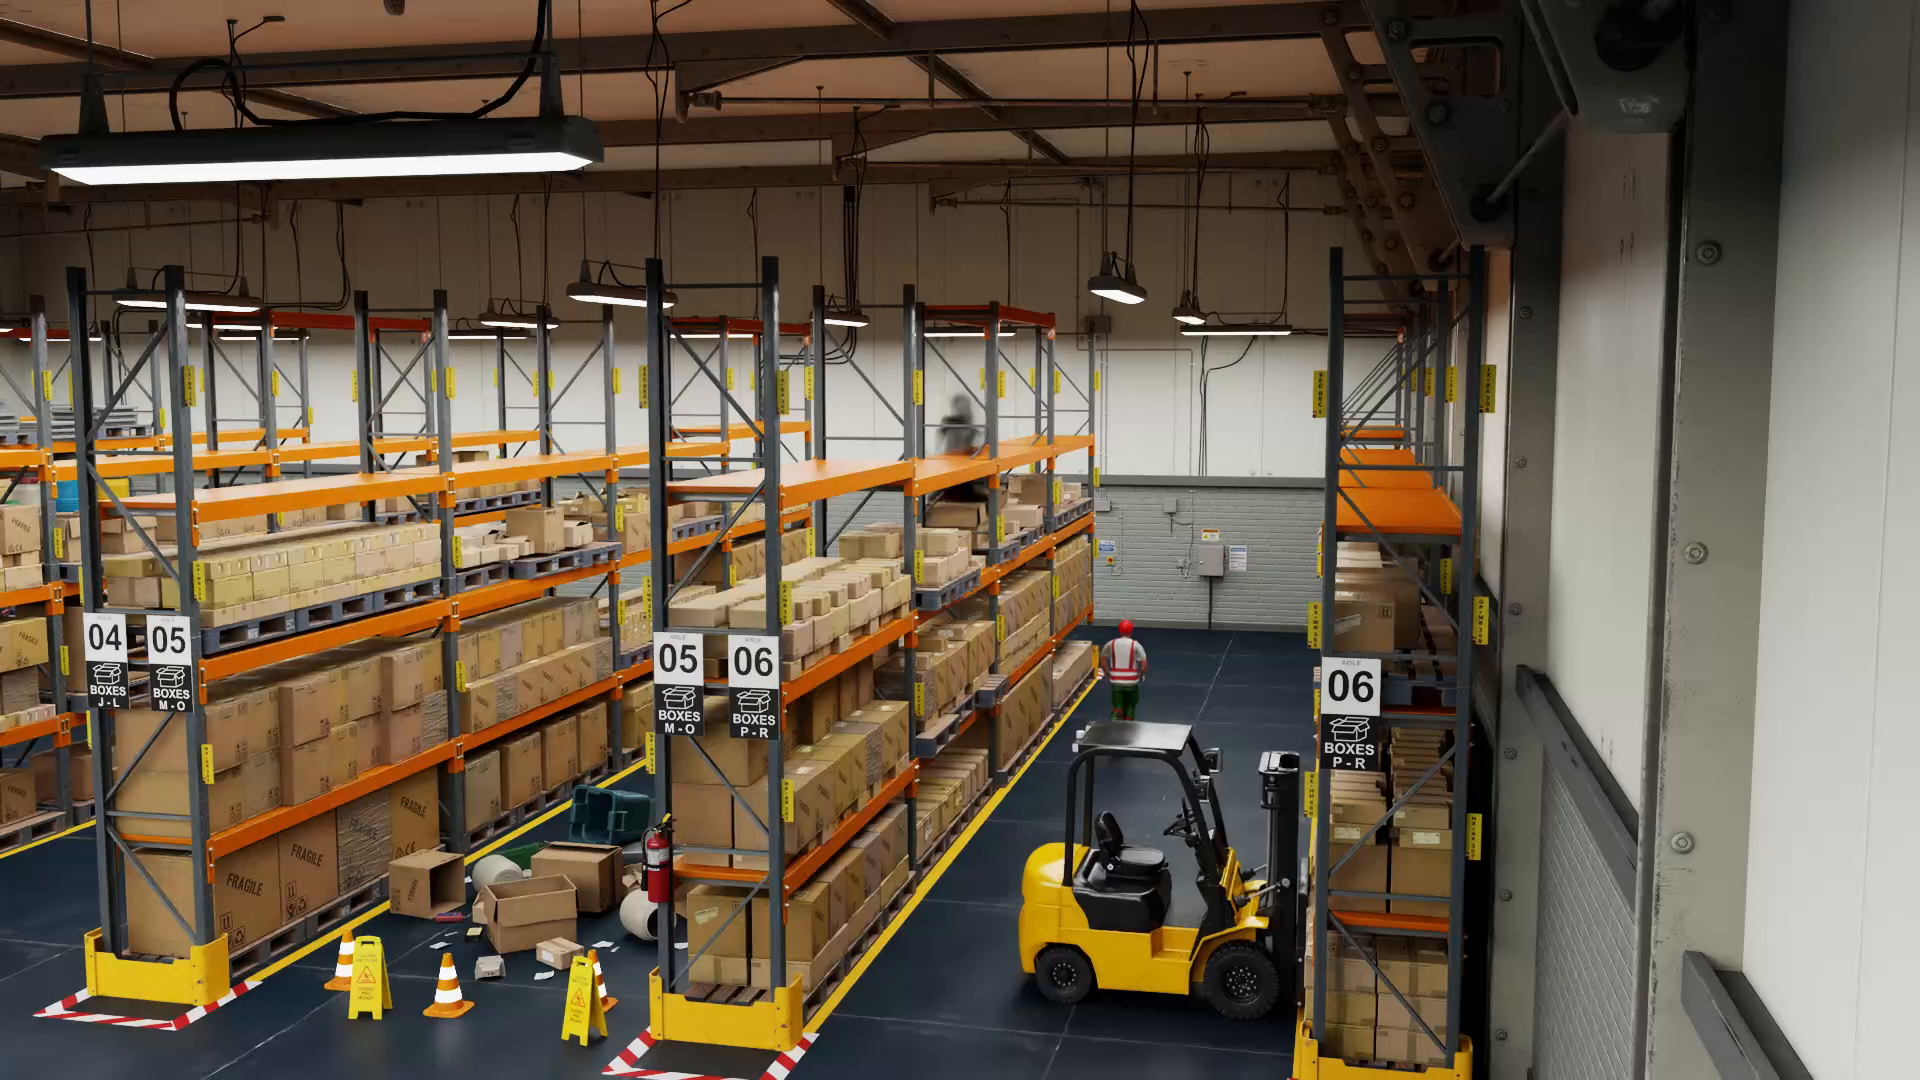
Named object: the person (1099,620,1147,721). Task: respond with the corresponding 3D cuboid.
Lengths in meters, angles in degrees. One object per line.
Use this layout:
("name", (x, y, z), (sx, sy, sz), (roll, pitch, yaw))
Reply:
("person", (2.257, 1.978, 23.018), (0.682, 1.747, 0.687), (2, 6, 16))
